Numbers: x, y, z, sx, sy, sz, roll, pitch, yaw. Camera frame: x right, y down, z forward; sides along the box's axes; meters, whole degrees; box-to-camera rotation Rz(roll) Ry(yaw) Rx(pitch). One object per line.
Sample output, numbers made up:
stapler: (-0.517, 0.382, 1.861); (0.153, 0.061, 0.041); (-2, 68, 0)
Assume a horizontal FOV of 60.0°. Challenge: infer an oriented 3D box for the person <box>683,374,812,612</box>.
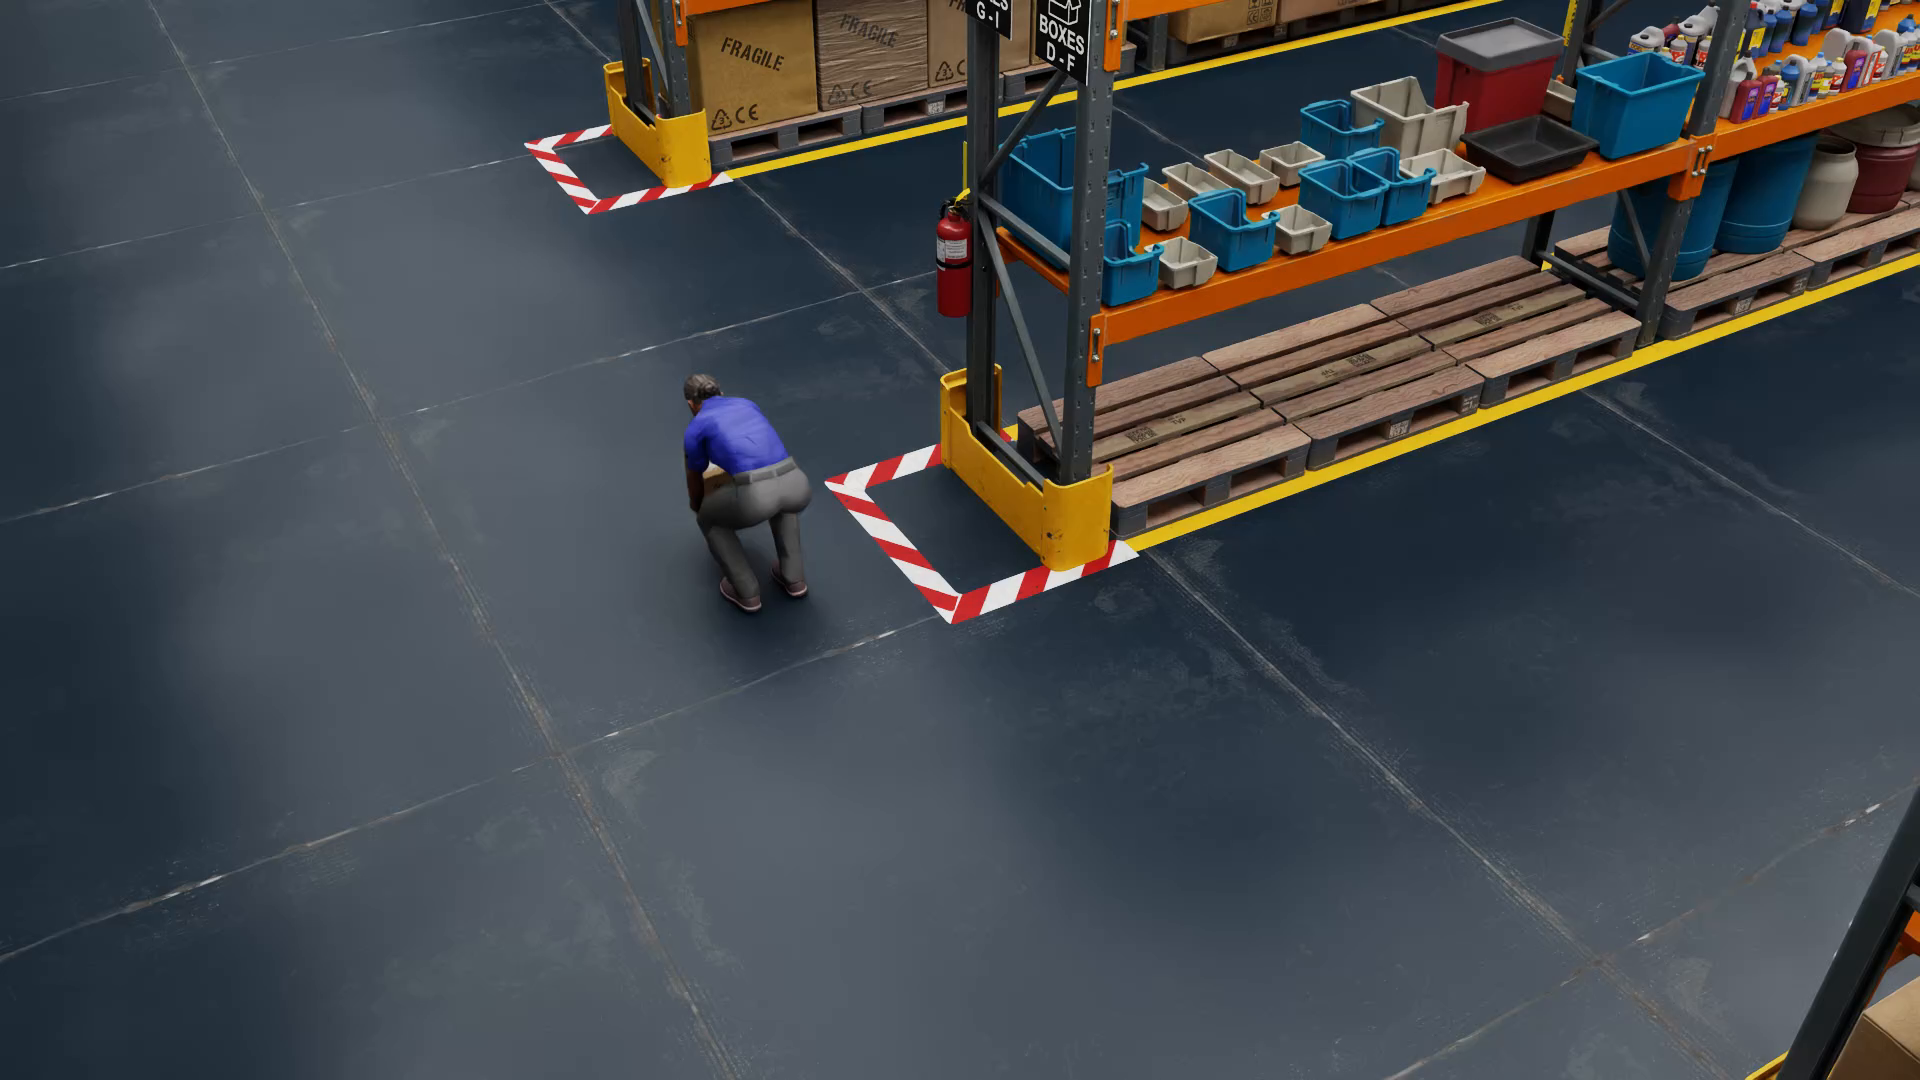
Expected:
person: (-1.019, -0.219, 7.802); (0.469, 0.963, 0.859); (-21, 42, -26)
